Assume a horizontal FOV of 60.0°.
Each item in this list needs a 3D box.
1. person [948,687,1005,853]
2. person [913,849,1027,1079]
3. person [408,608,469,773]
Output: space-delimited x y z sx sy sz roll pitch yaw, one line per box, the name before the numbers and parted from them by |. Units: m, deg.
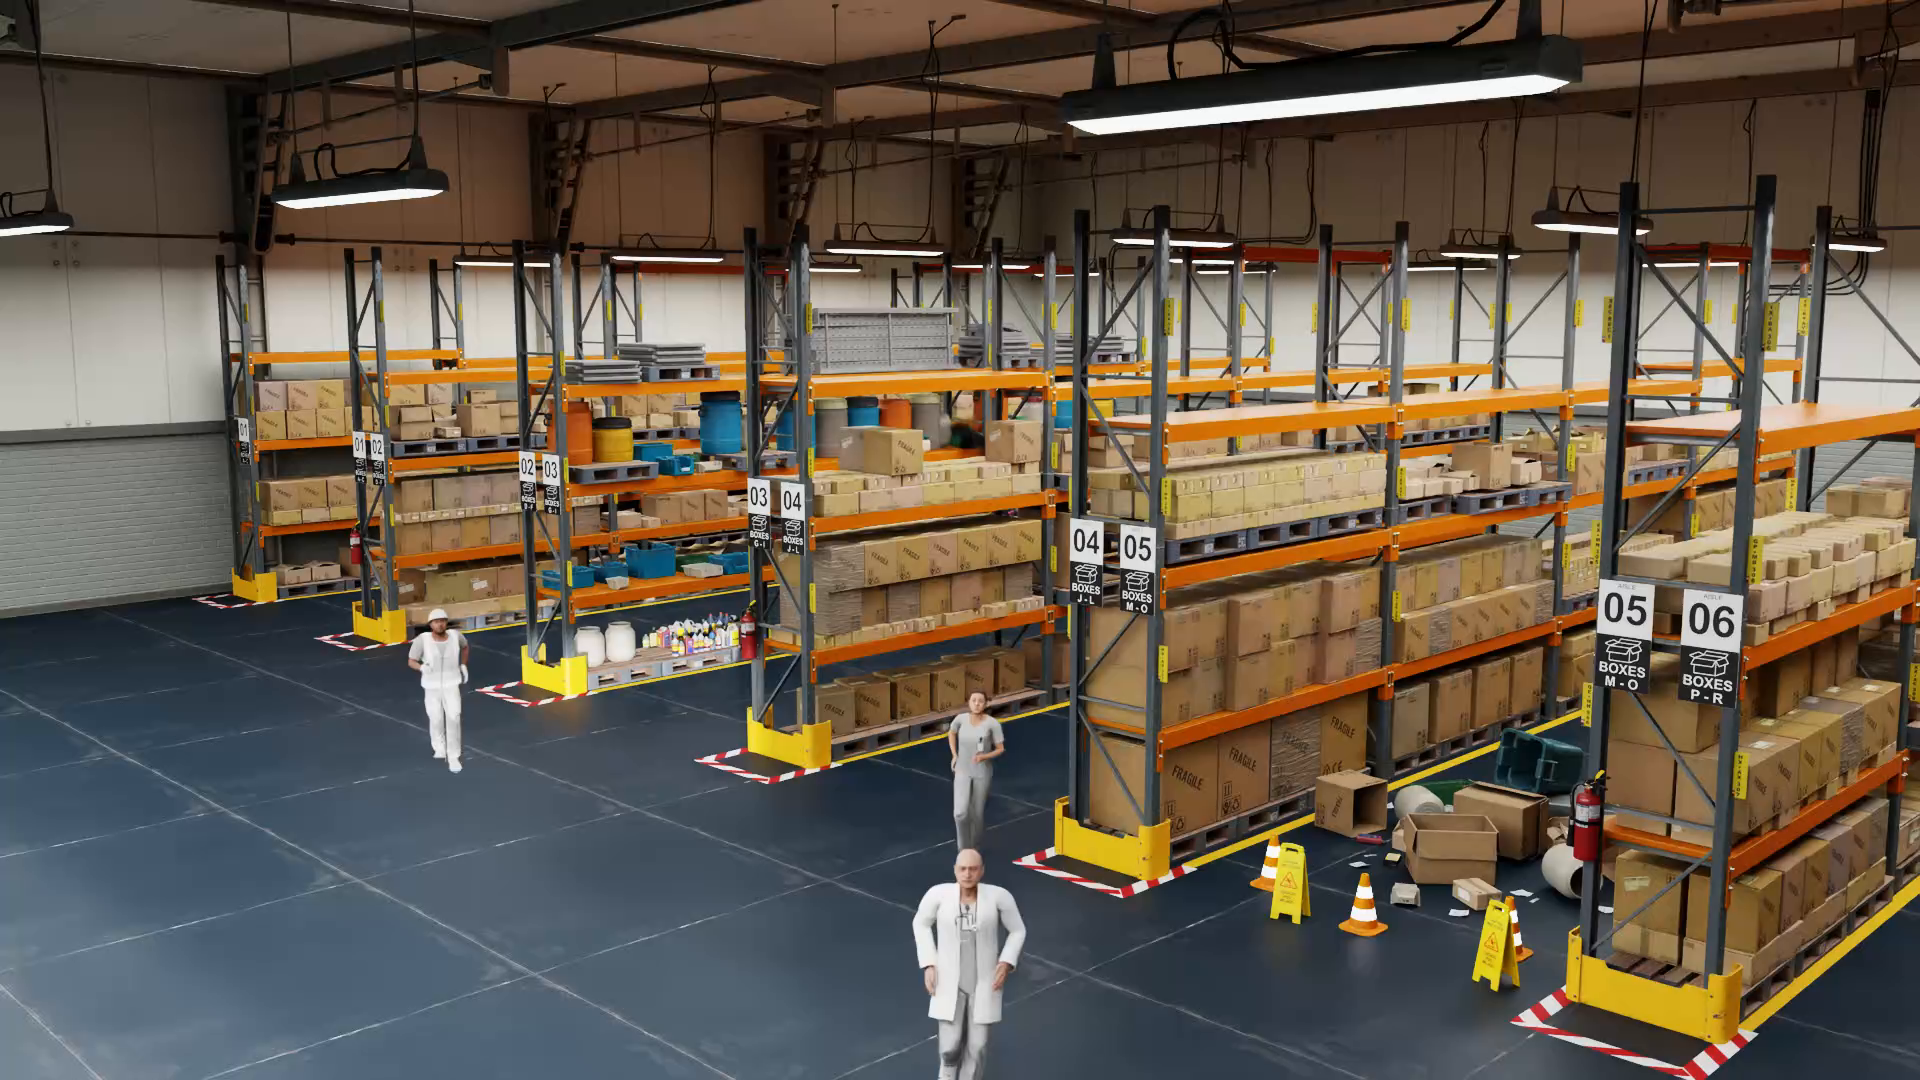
person | 0.138 2.190 15.350 0.549 1.696 0.651 1 8 8
person | 0.063 2.816 10.632 0.727 1.747 0.633 0 8 -1
person | -5.811 1.668 18.591 0.661 1.838 0.790 -3 9 -19
